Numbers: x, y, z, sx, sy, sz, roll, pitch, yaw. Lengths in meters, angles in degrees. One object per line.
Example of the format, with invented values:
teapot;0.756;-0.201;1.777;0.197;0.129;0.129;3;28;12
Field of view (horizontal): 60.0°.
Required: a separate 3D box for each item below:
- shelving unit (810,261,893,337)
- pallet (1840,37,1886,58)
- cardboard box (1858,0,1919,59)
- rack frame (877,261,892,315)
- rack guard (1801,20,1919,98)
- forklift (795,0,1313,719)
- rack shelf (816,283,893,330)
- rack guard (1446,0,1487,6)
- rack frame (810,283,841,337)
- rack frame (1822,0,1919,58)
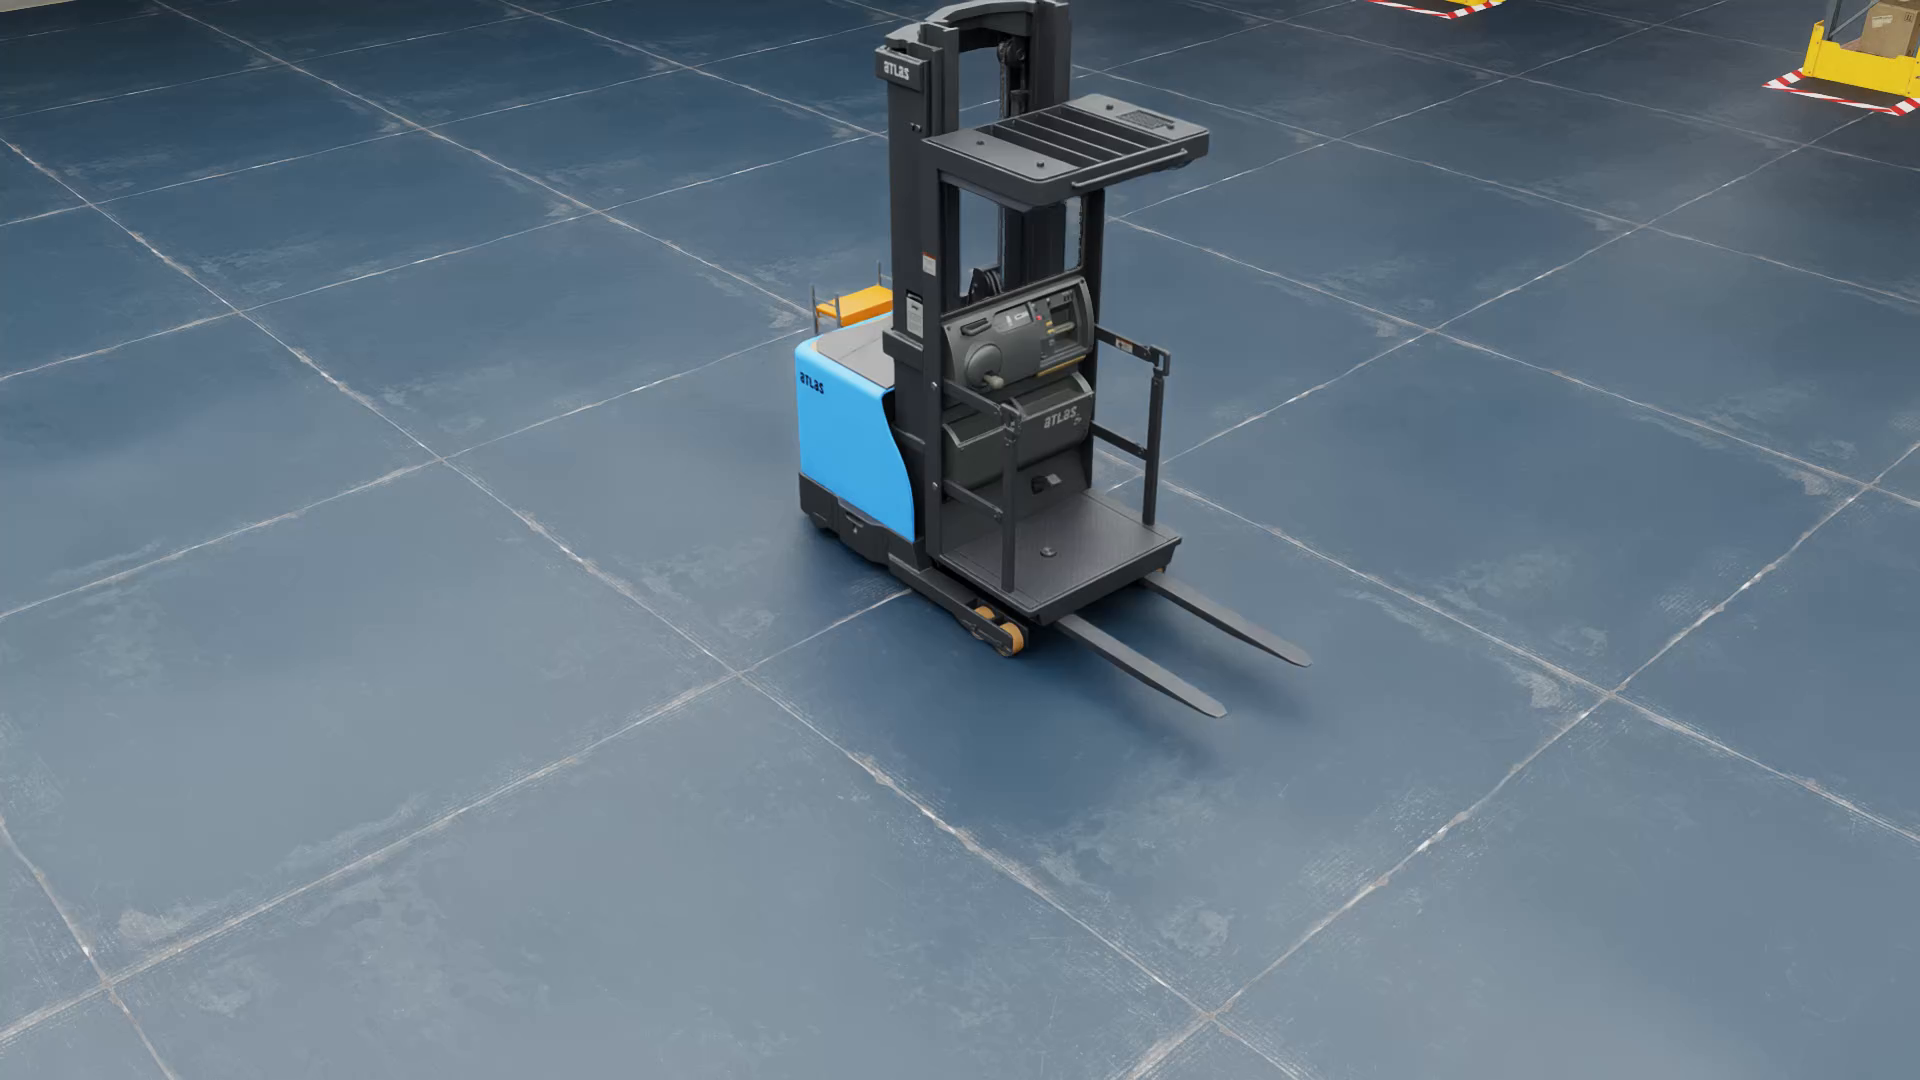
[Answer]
shelving unit;-0.553;-0.958;9.655;0.503;1.200;0.258;-26;37;-35
pallet;9.756;-4.981;17.193;1.213;0.211;1.003;-26;40;-35
cardboard box;9.550;-5.197;16.867;0.500;0.500;0.500;-18;36;-27
rack frame;-0.374;-1.045;9.796;0.015;1.200;0.240;-26;37;-35
rack guard;9.136;-4.829;16.669;0.348;0.500;1.175;-26;40;-35
forklift;0.437;-0.968;8.024;1.130;2.935;3.031;-24;39;-34
rack shelf;-0.567;-1.301;9.463;0.480;0.148;0.258;-26;37;-35
rack guard;5.737;-6.742;19.797;0.348;0.500;1.175;-26;40;-35
rack frame;-0.732;-0.872;9.513;0.015;1.200;0.240;-26;37;-35
rack frame;9.080;-5.869;15.972;0.127;3.000;1.000;-26;40;-35
